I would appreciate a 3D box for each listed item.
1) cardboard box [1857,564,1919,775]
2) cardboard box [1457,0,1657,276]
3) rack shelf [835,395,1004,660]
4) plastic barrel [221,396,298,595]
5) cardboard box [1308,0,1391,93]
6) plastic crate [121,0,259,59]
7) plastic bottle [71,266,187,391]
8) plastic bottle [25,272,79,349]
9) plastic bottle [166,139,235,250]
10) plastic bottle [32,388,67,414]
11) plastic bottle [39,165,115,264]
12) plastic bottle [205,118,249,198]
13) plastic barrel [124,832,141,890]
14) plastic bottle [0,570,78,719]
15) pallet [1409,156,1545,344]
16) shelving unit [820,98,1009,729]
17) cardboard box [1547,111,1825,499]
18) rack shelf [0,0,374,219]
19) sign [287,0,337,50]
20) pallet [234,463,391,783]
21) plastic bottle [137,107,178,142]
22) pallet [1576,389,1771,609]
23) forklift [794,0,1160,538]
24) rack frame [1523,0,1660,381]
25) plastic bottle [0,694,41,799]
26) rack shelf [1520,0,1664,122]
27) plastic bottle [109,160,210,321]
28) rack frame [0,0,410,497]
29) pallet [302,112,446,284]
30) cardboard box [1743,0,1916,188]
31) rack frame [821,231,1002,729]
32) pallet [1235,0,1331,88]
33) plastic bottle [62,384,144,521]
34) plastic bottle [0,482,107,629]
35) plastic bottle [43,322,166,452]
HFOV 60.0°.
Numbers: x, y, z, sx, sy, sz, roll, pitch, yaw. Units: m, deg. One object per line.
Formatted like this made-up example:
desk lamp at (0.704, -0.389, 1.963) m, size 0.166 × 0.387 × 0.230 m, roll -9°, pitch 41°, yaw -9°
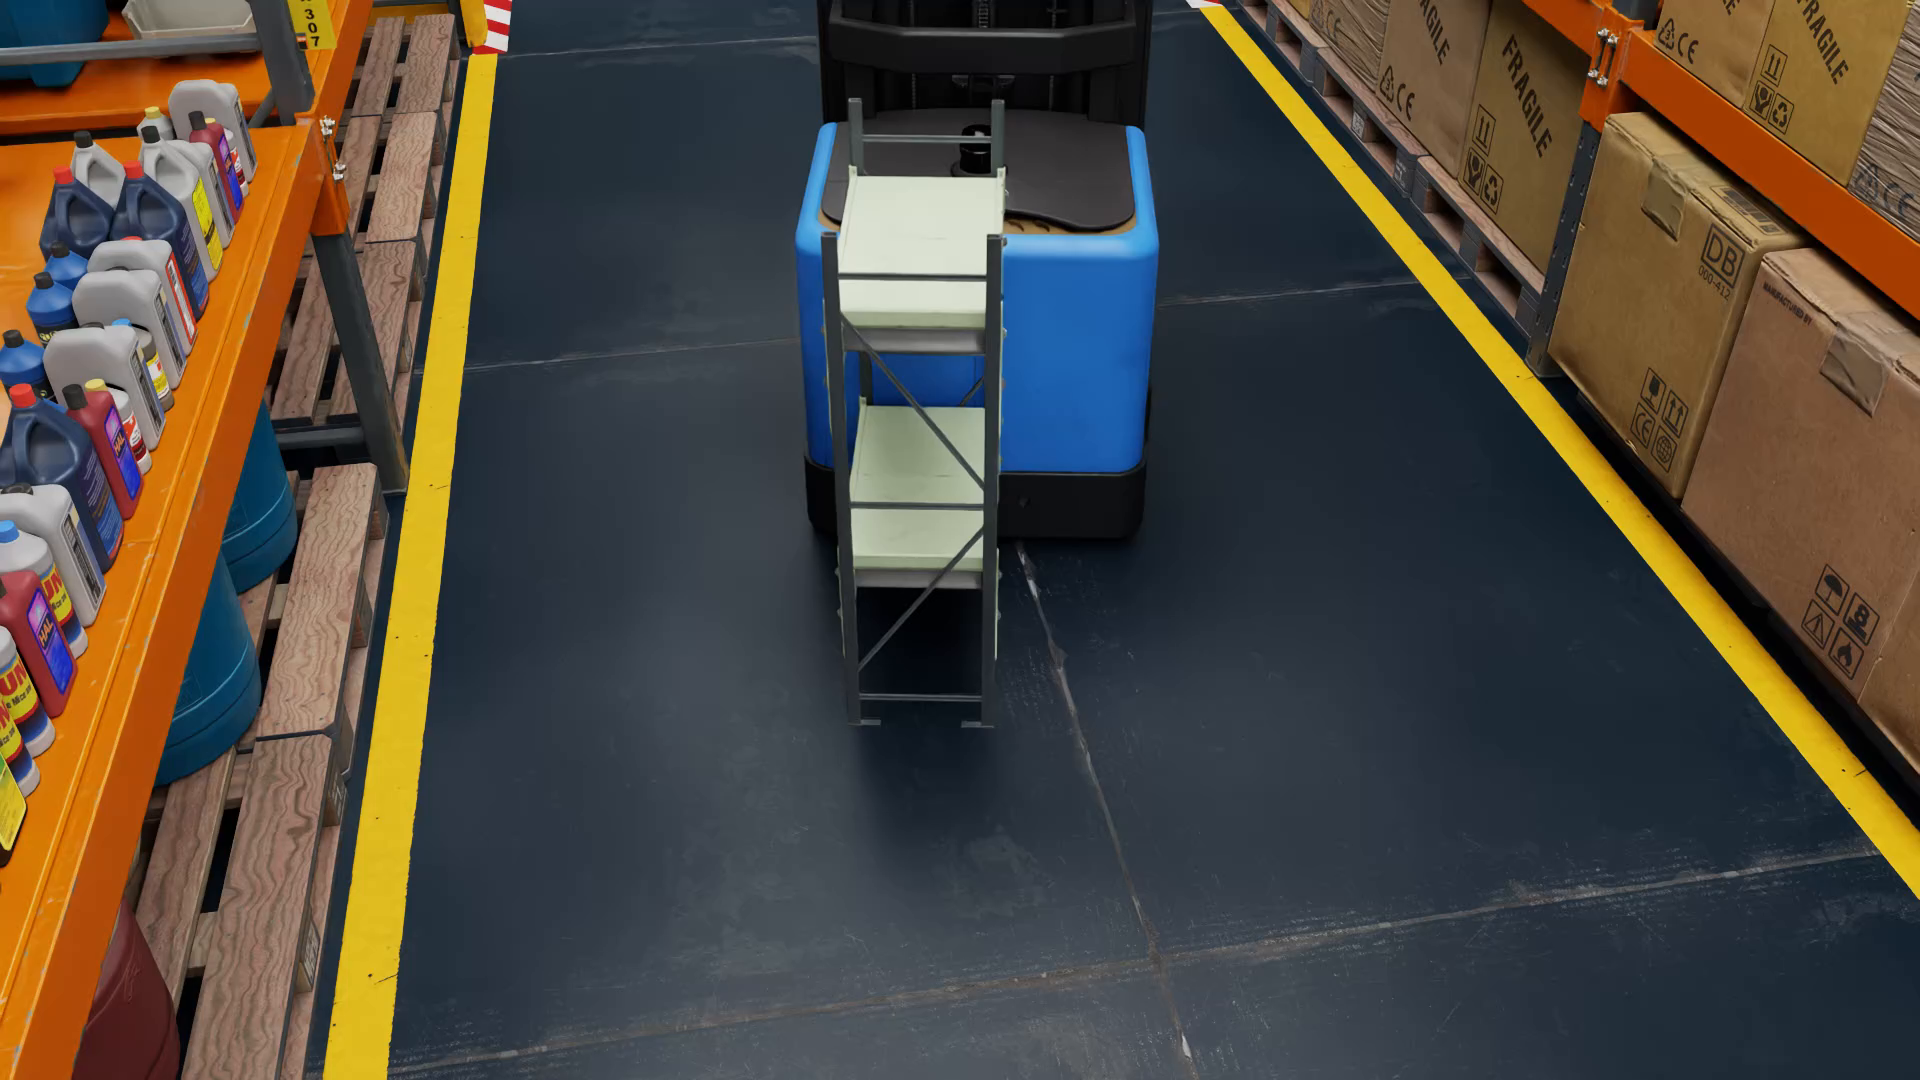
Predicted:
cardboard box at (3.017, 0.282, 3.831) m, size 1.225 × 0.875 × 0.875 m, roll -6°, pitch 38°, yaw -8°
cardboard box at (2.528, -1.583, 6.232) m, size 0.875 × 0.875 × 0.875 m, roll -6°, pitch 38°, yaw -8°
rack shelf at (-0.097, -0.048, 4.621) m, size 0.431 × 0.370 × 0.720 m, roll 1°, pitch 38°, yaw 1°
plastic barrel at (-2.233, -0.323, 4.589) m, size 0.600 × 0.901 × 0.708 m, roll -6°, pitch 38°, yaw -8°
cardboard box at (2.214, -2.664, 7.624) m, size 0.875 × 0.875 × 0.875 m, roll -6°, pitch 38°, yaw -8°
plastic crate at (-2.252, -1.532, 4.943) m, size 0.396 × 0.136 × 0.243 m, roll -6°, pitch 38°, yaw -8°
plastic bottle at (-1.748, -0.457, 3.495) m, size 0.152 × 0.276 × 0.135 m, roll -6°, pitch 38°, yaw -8°
plastic bottle at (-1.868, -0.431, 3.464) m, size 0.097 × 0.271 × 0.097 m, roll 0°, pitch 38°, yaw 0°
plastic bottle at (-1.860, -0.843, 3.991) m, size 0.152 × 0.276 × 0.135 m, roll -6°, pitch 38°, yaw -8°
plastic bottle at (-1.697, -0.161, 3.117) m, size 0.097 × 0.271 × 0.097 m, roll 0°, pitch 38°, yaw 0°
plastic bottle at (-1.938, -0.649, 3.681) m, size 0.144 × 0.351 × 0.185 m, roll -6°, pitch 38°, yaw -8°
plastic bottle at (-1.877, -0.967, 4.212) m, size 0.097 × 0.201 × 0.097 m, roll 0°, pitch 38°, yaw 0°
plastic barrel at (-2.098, 0.609, 3.706) m, size 0.421 × 0.512 × 0.421 m, roll 0°, pitch 38°, yaw 0°
plastic bottle at (-1.525, 0.147, 2.711) m, size 0.061 × 0.283 × 0.133 m, roll -6°, pitch 38°, yaw -8°
pallet at (2.509, -1.215, 6.642) m, size 1.003 × 0.211 × 1.213 m, roll -6°, pitch 38°, yaw -8°
shelving unit at (-0.097, -0.306, 4.421) m, size 0.431 × 1.500 × 0.755 m, roll 1°, pitch 38°, yaw 1°
cardboard box at (2.697, -0.791, 5.213) m, size 1.225 × 0.875 × 0.875 m, roll -6°, pitch 38°, yaw -8°
rack shelf at (-2.662, -2.240, 6.275) m, size 1.077 × 0.370 × 4.000 m, roll -6°, pitch 38°, yaw -8°
sign at (-1.770, -1.483, 4.489) m, size 0.100 × 0.325 × 0.005 m, roll -6°, pitch 38°, yaw -8°
pallet at (-2.217, 0.256, 4.749) m, size 1.003 × 0.211 × 1.213 m, roll -6°, pitch 38°, yaw -8°
plastic bottle at (-2.044, -1.010, 4.267) m, size 0.097 × 0.201 × 0.097 m, roll 0°, pitch 38°, yaw 0°
pallet at (2.774, -0.290, 5.451) m, size 1.003 × 0.211 × 1.213 m, roll -6°, pitch 38°, yaw -8°
forklift at (0.087, -2.041, 5.488) m, size 1.130 × 2.935 × 3.031 m, roll 1°, pitch 38°, yaw 1°
rack frame at (2.565, -1.849, 5.185) m, size 1.000 × 3.000 × 0.127 m, roll -6°, pitch 38°, yaw -8°
plastic bottle at (-1.506, 0.282, 2.547) m, size 0.097 × 0.271 × 0.097 m, roll 0°, pitch 38°, yaw 0°
rack shelf at (2.214, -2.773, 6.960) m, size 1.077 × 0.370 × 4.000 m, roll -6°, pitch 38°, yaw -8°
plastic bottle at (-1.796, -0.665, 3.701) m, size 0.144 × 0.351 × 0.185 m, roll -6°, pitch 38°, yaw -8°
rack frame at (-2.311, -1.316, 4.499) m, size 1.000 × 3.000 × 0.127 m, roll -6°, pitch 38°, yaw -8°
pallet at (-2.696, -1.393, 6.871) m, size 1.003 × 0.211 × 1.213 m, roll -6°, pitch 38°, yaw -8°
cardboard box at (2.488, -1.280, 4.371) m, size 0.500 × 0.500 × 0.500 m, roll -6°, pitch 38°, yaw -8°
rack frame at (-0.107, -0.081, 4.132) m, size 0.400 × 1.500 × 0.023 m, roll 1°, pitch 38°, yaw 1°
pallet at (2.081, -2.689, 8.539) m, size 1.003 × 0.211 × 1.213 m, roll -6°, pitch 38°, yaw -8°
plastic bottle at (-1.622, -0.185, 3.139) m, size 0.061 × 0.283 × 0.133 m, roll -6°, pitch 38°, yaw -8°
plastic bottle at (-1.611, 0.015, 2.887) m, size 0.152 × 0.276 × 0.135 m, roll -6°, pitch 38°, yaw -8°
plastic bottle at (-1.707, -0.317, 3.314) m, size 0.152 × 0.276 × 0.135 m, roll -6°, pitch 38°, yaw -8°
